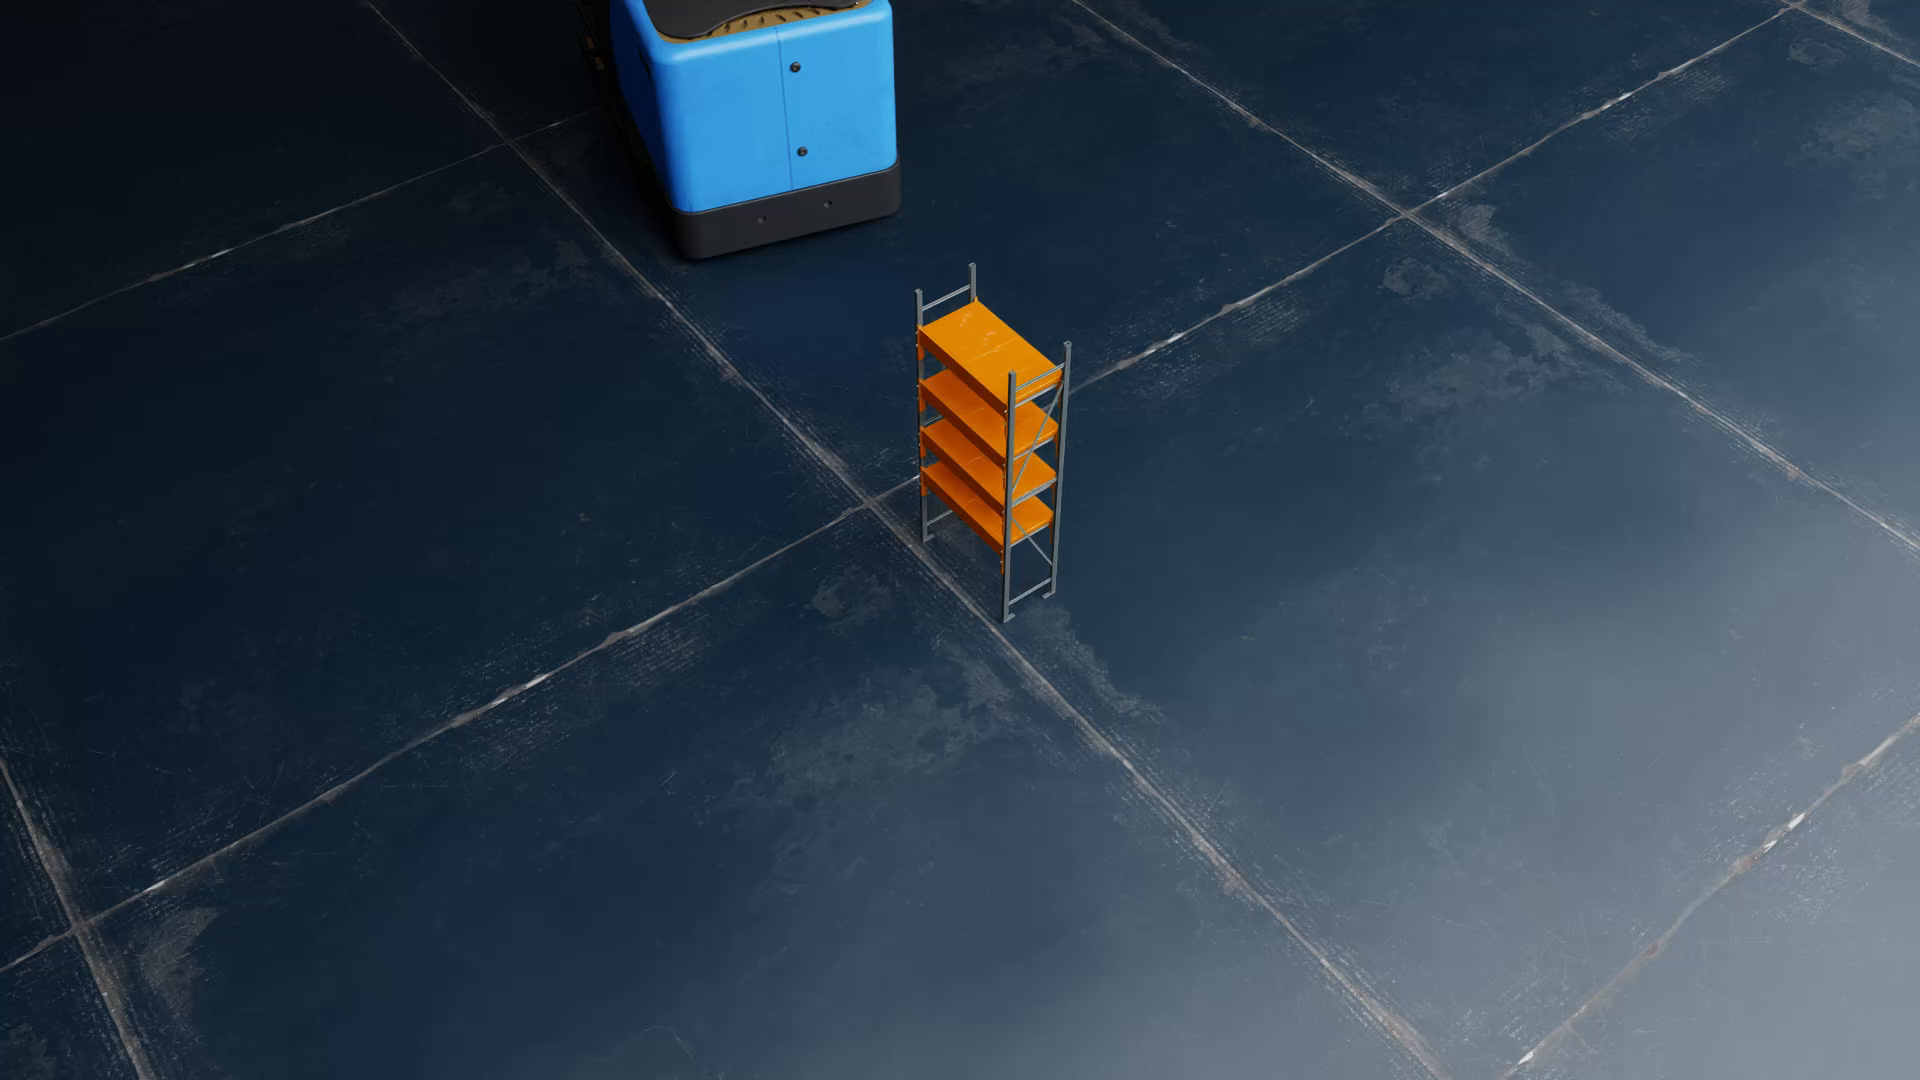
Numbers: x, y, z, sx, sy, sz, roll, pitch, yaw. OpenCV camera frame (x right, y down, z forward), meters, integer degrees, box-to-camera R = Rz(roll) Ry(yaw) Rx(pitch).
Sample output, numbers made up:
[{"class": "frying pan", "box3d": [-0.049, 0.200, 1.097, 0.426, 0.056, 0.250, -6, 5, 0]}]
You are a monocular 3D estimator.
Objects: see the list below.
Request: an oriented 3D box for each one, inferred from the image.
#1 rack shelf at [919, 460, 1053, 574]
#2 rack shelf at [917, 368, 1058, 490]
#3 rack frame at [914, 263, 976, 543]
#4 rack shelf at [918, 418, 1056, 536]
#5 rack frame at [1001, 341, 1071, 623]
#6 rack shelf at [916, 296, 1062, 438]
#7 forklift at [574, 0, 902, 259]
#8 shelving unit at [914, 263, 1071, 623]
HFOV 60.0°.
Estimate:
[{"class": "rack shelf", "box3d": [0.100, -0.127, 5.914, 0.258, 0.148, 0.480, -29, 54, -24]}, {"class": "rack shelf", "box3d": [0.100, -0.410, 5.601, 0.258, 0.148, 0.480, -29, 54, -24]}, {"class": "rack frame", "box3d": [-0.048, -0.449, 5.847, 0.240, 1.200, 0.015, -29, 54, -24]}, {"class": "rack shelf", "box3d": [0.100, -0.260, 5.767, 0.258, 0.148, 0.480, -29, 54, -24]}, {"class": "rack frame", "box3d": [0.248, -0.162, 5.587, 0.240, 1.200, 0.015, -29, 54, -24]}, {"class": "rack shelf", "box3d": [0.100, -0.569, 5.426, 0.258, 0.148, 0.480, -29, 54, -24]}, {"class": "forklift", "box3d": [-1.269, -3.326, 7.287, 1.130, 2.935, 3.031, -16, 50, -14]}, {"class": "shelving unit", "box3d": [0.100, -0.305, 5.717, 0.258, 1.200, 0.503, -29, 54, -24]}]
